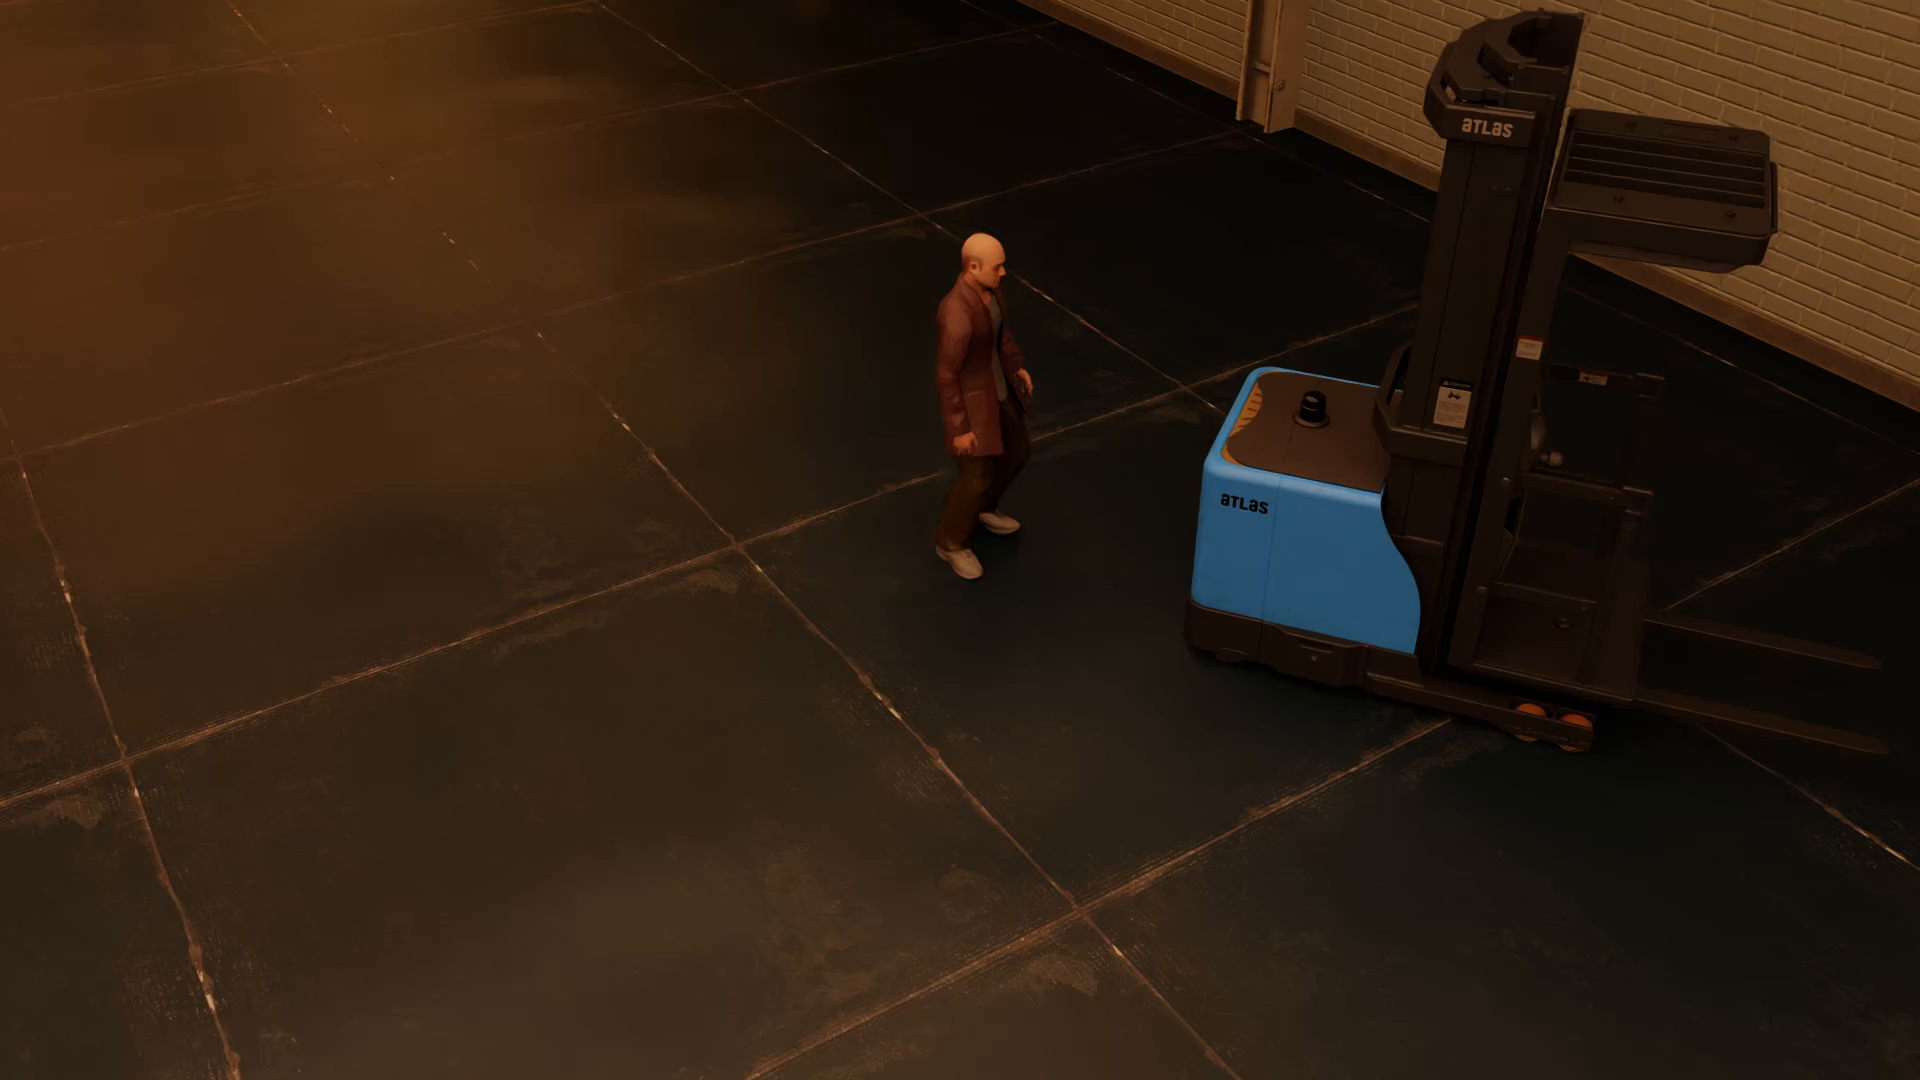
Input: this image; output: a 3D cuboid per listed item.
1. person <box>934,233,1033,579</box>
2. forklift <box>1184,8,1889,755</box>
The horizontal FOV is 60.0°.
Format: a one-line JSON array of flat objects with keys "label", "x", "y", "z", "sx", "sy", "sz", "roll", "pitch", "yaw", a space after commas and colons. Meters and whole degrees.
[{"label": "person", "x": 0.103, "y": -0.694, "z": 8.180, "sx": 0.435, "sy": 1.737, "sz": 0.736, "roll": 16, "pitch": 38, "yaw": 21}, {"label": "forklift", "x": 2.636, "y": -0.609, "z": 7.015, "sx": 3.031, "sy": 2.935, "sz": 1.130, "roll": 13, "pitch": 37, "yaw": 17}]
